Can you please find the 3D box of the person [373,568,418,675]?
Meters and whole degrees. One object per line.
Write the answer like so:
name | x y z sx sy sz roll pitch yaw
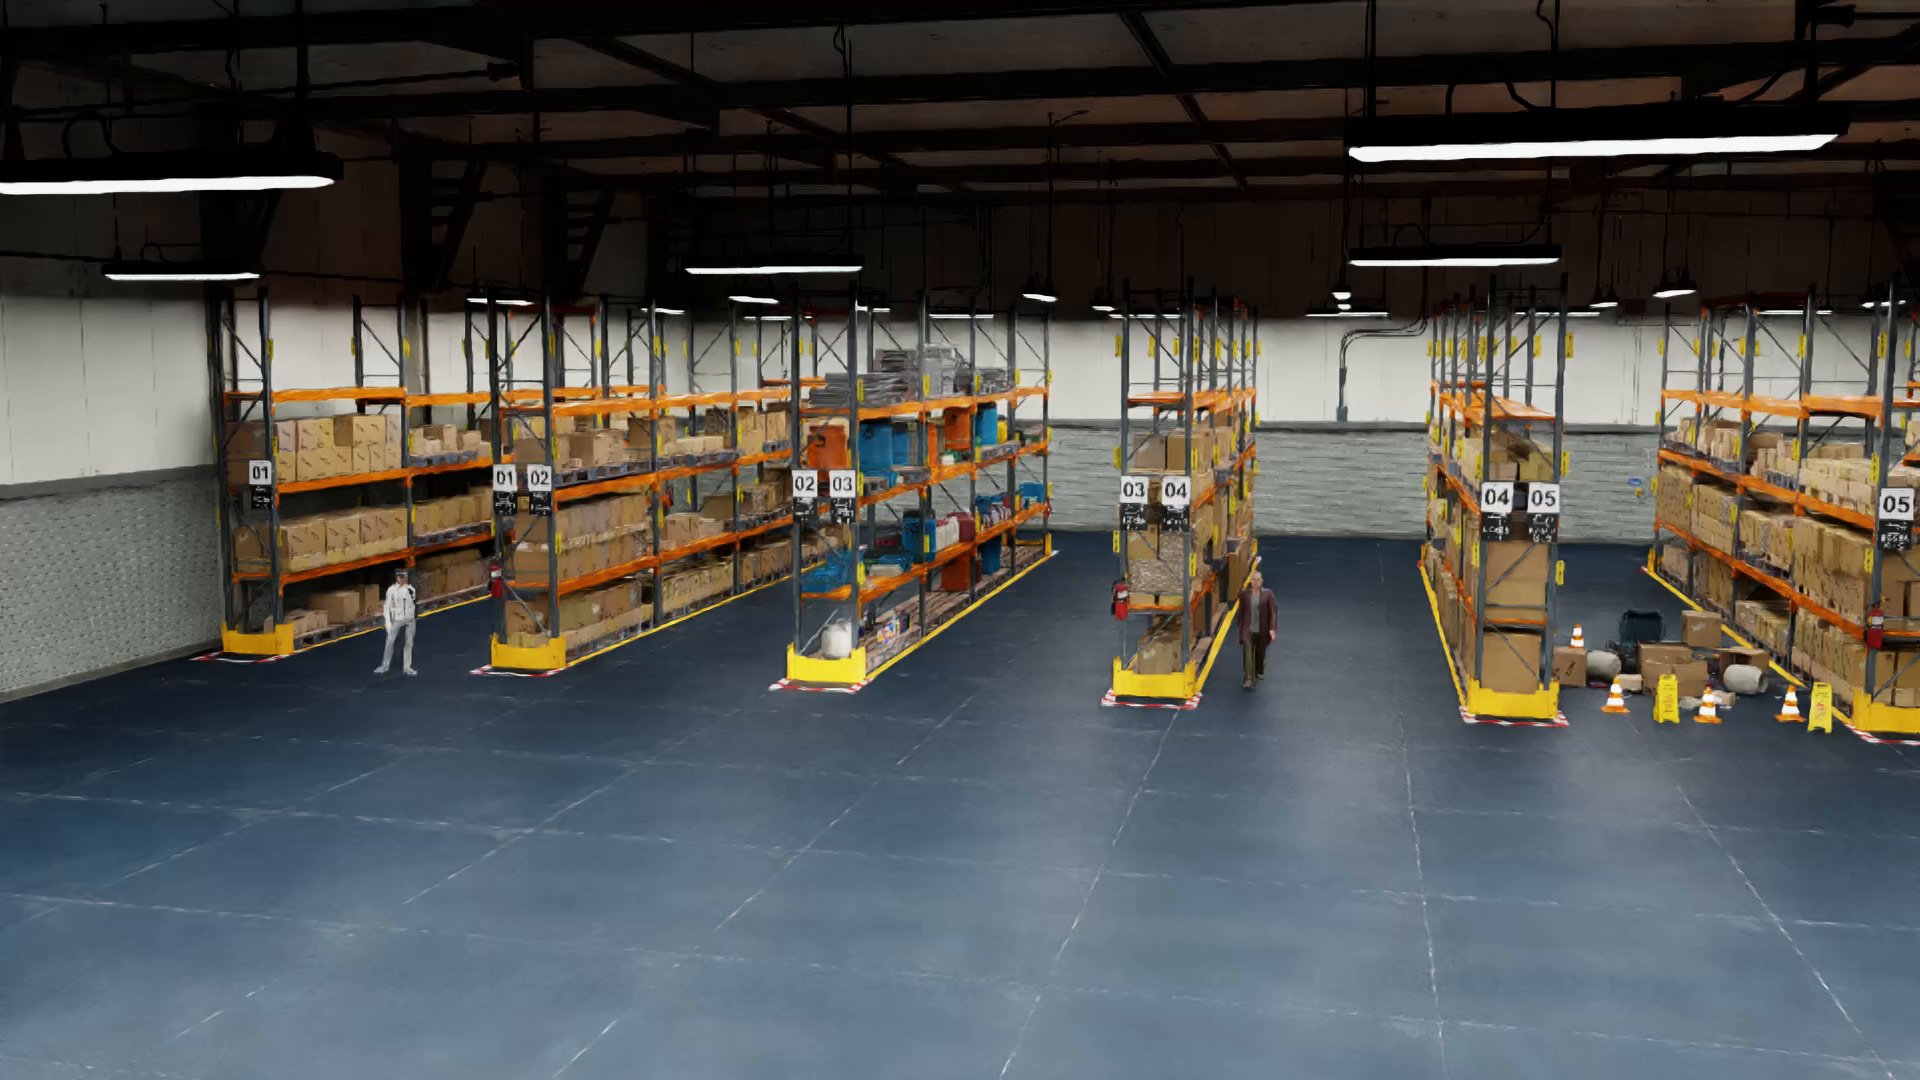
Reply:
person | -8.706 1.252 25.604 0.663 1.658 0.471 -4 8 -30

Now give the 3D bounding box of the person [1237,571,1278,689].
person | 4.400 1.316 24.645 0.600 1.725 1.054 1 7 12
